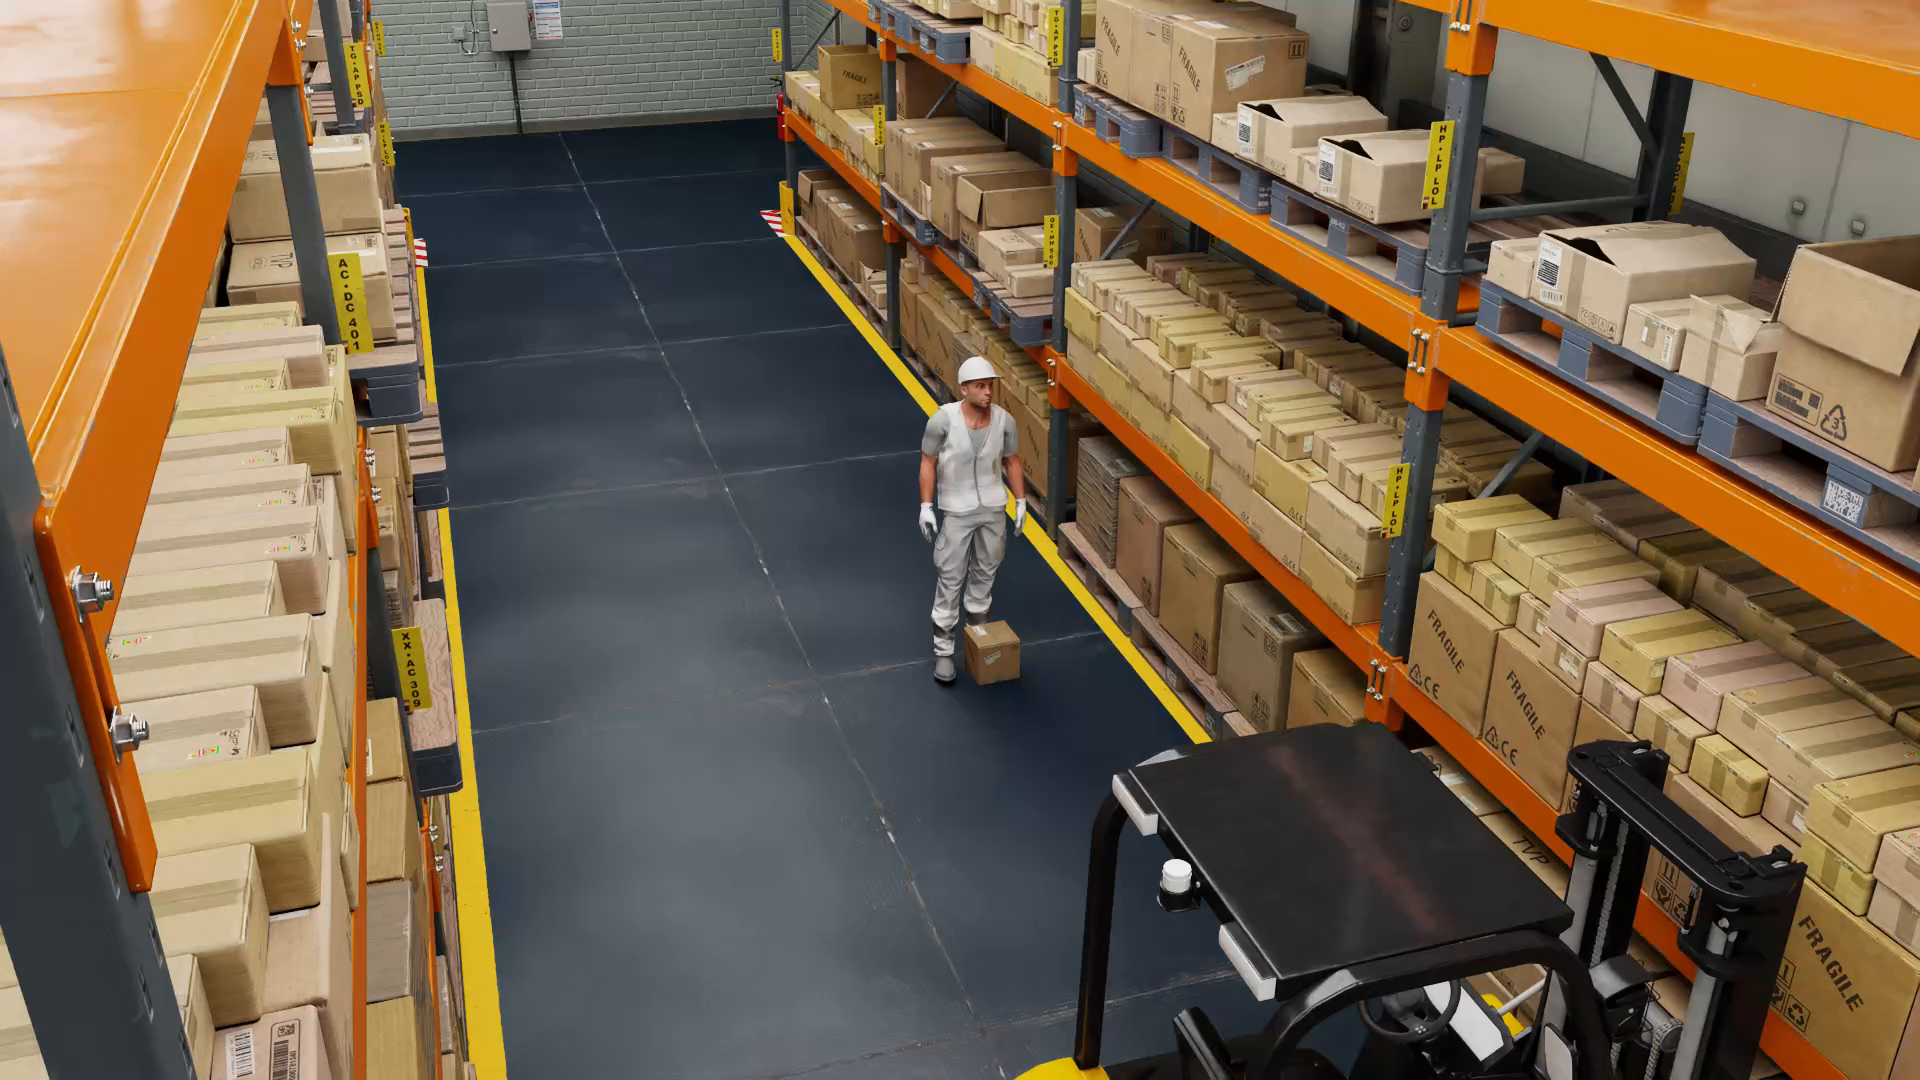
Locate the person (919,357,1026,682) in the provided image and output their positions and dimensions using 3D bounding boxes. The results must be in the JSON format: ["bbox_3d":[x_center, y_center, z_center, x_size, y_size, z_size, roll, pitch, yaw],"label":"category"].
[{"bbox_3d":[0.091,-0.129,9.328,0.638,1.788,0.563,-8,27,-16],"label":"person"}]
